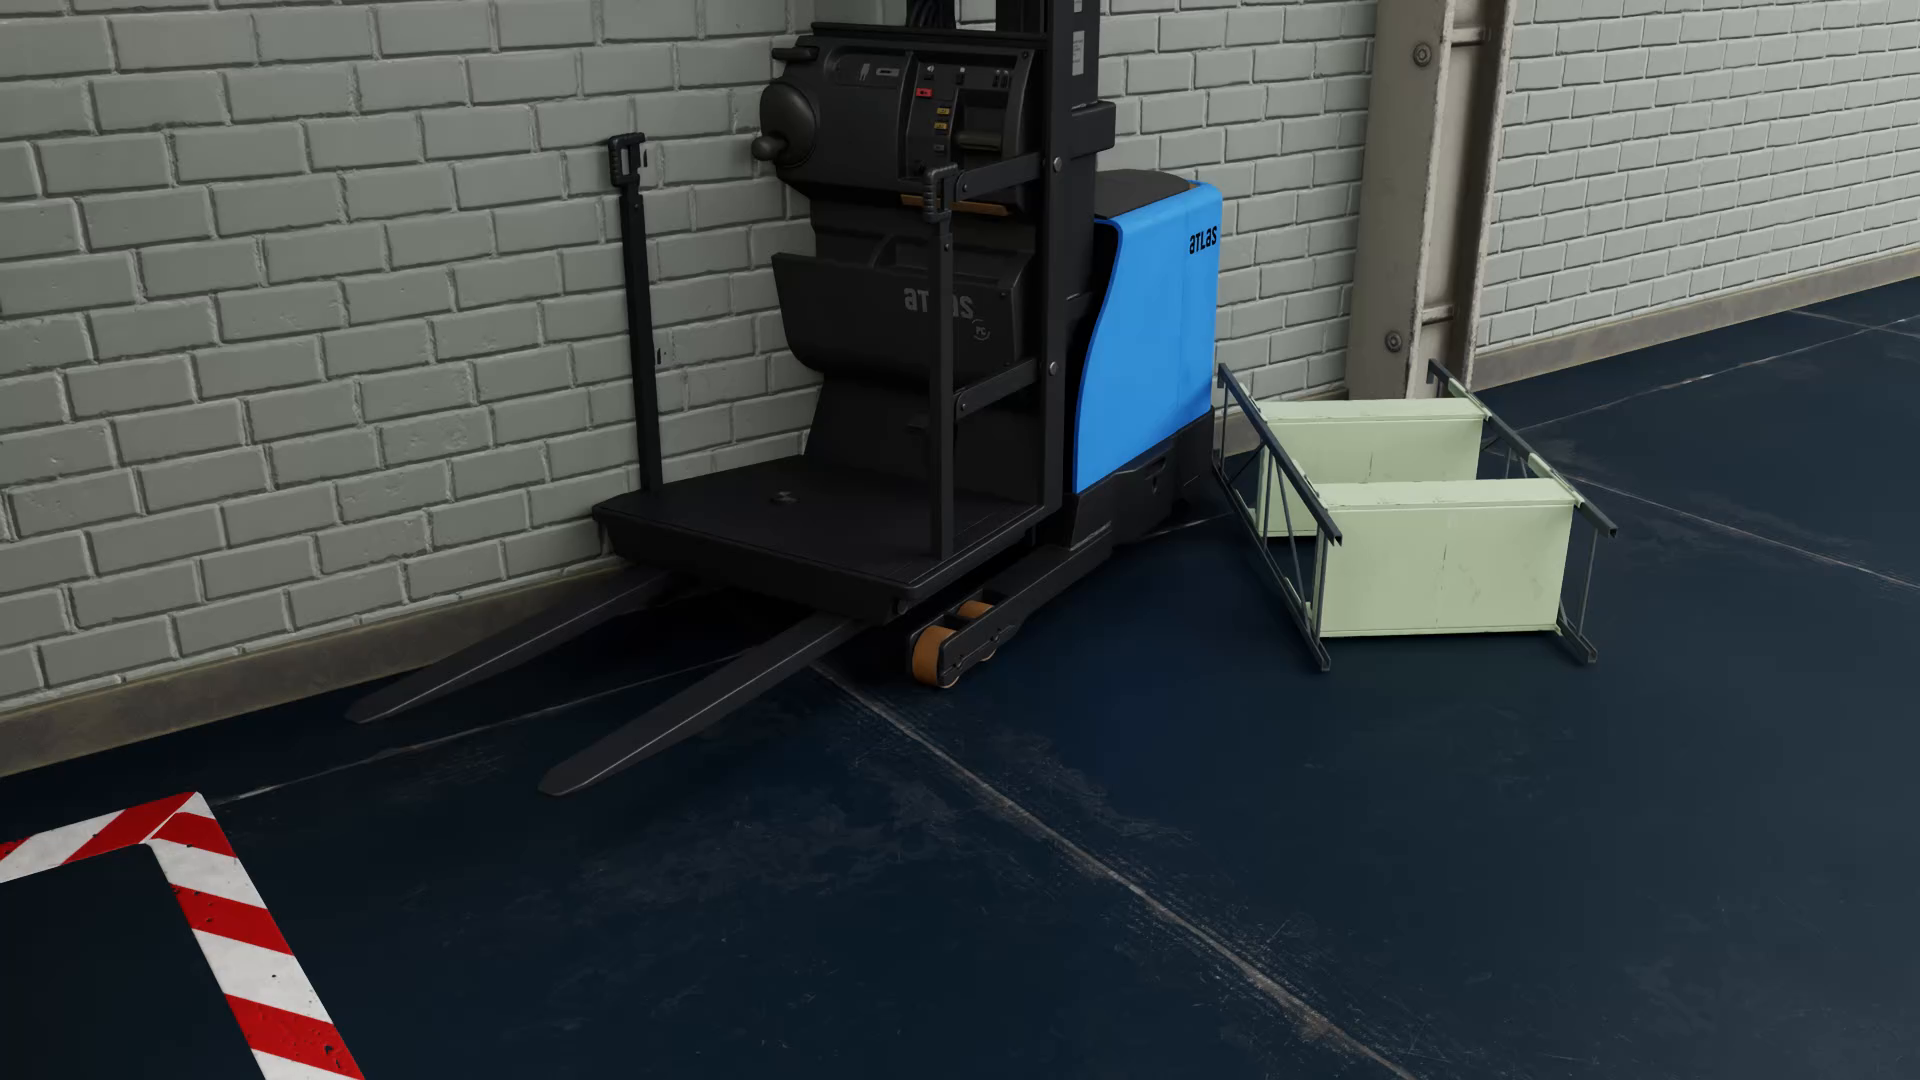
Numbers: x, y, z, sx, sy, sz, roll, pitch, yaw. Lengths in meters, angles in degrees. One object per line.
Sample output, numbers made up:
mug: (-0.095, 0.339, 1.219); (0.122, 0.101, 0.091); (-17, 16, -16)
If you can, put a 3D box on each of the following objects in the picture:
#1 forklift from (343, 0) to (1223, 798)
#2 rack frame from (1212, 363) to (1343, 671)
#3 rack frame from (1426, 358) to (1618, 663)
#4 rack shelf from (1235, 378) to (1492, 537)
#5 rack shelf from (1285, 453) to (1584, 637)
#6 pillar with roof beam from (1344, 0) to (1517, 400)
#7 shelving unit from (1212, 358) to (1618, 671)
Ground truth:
forklift: (-0.329, -1.163, 4.357); (1.130, 2.935, 3.031); (13, 25, 29)
rack frame: (0.941, -0.127, 5.088); (0.023, 0.400, 1.500); (-2, 23, -3)
rack frame: (1.672, -0.146, 5.126); (0.023, 0.400, 1.500); (-2, 23, -3)
rack shelf: (1.288, -0.265, 5.406); (0.720, 0.431, 0.370); (-2, 23, -3)
rack shelf: (1.329, 0.017, 4.749); (0.720, 0.431, 0.370); (-2, 23, -3)
pillar with roof beam: (4.258, -3.340, 1.624); (0.400, 9.000, 9.100); (-15, 26, -33)
shelving unit: (1.306, -0.137, 5.107); (0.755, 0.431, 1.500); (-2, 23, -3)
